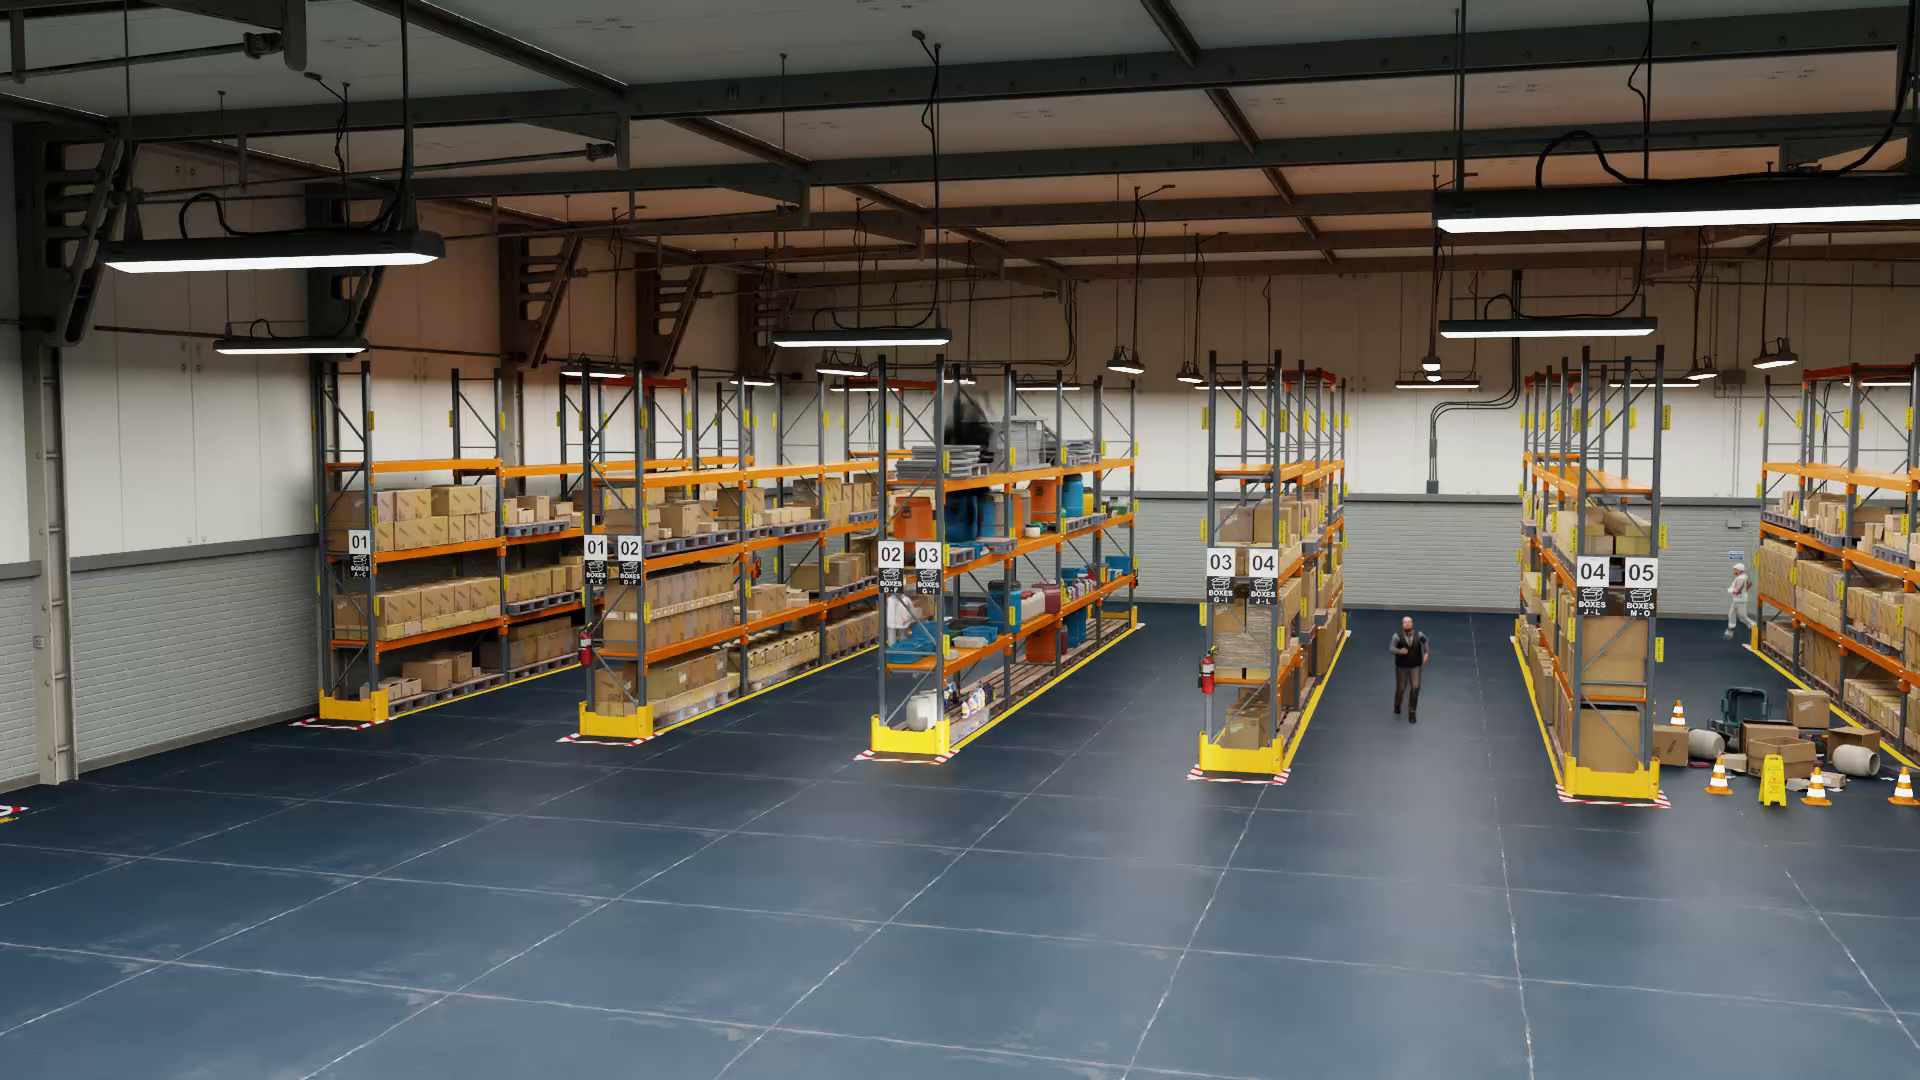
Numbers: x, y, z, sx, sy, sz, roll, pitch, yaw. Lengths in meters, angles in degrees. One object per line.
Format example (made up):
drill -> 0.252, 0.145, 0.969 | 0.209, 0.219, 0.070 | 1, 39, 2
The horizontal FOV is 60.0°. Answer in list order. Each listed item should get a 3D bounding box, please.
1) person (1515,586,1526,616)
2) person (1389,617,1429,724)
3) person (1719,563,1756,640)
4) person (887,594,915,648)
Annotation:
person -> 13.248, 1.368, 38.719 | 0.631, 1.772, 0.731 | 1, 4, 15
person -> 7.507, 2.161, 27.843 | 0.664, 1.766, 0.900 | 1, 4, 12
person -> 17.754, 1.433, 37.760 | 0.892, 1.814, 0.675 | 2, 5, 25
person -> -1.181, 1.635, 31.333 | 0.659, 1.737, 0.565 | 1, 4, 10
